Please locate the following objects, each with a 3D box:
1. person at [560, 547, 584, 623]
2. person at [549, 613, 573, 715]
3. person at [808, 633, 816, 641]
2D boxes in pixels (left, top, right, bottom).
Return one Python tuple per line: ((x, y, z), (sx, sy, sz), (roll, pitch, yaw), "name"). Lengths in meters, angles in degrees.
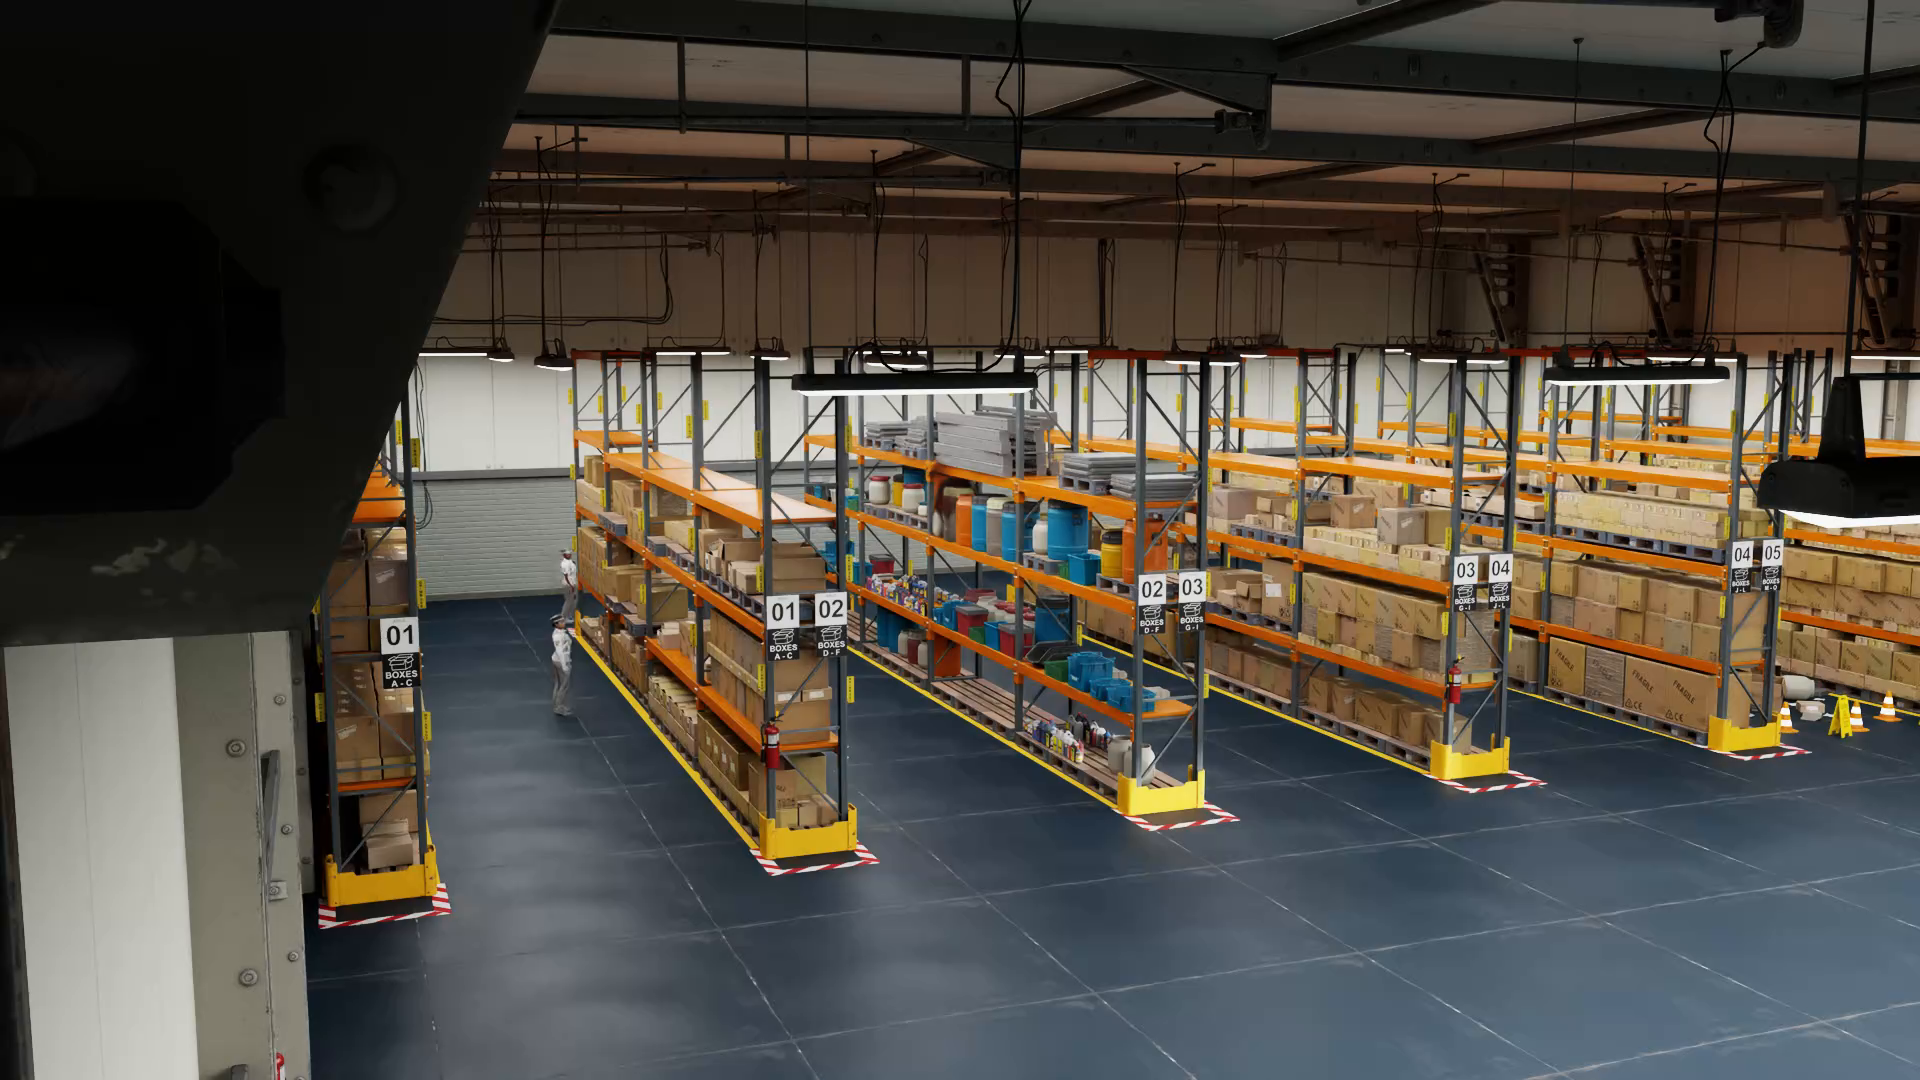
((-8.469, 1.000, 36.210), (0.495, 1.707, 0.492), (-1, 7, -9), "person")
((-6.621, 2.077, 27.729), (0.400, 1.731, 0.510), (-4, 8, -27), "person")
((-3.037, 1.474, 32.531), (0.559, 1.612, 0.784), (0, 7, -1), "person")
